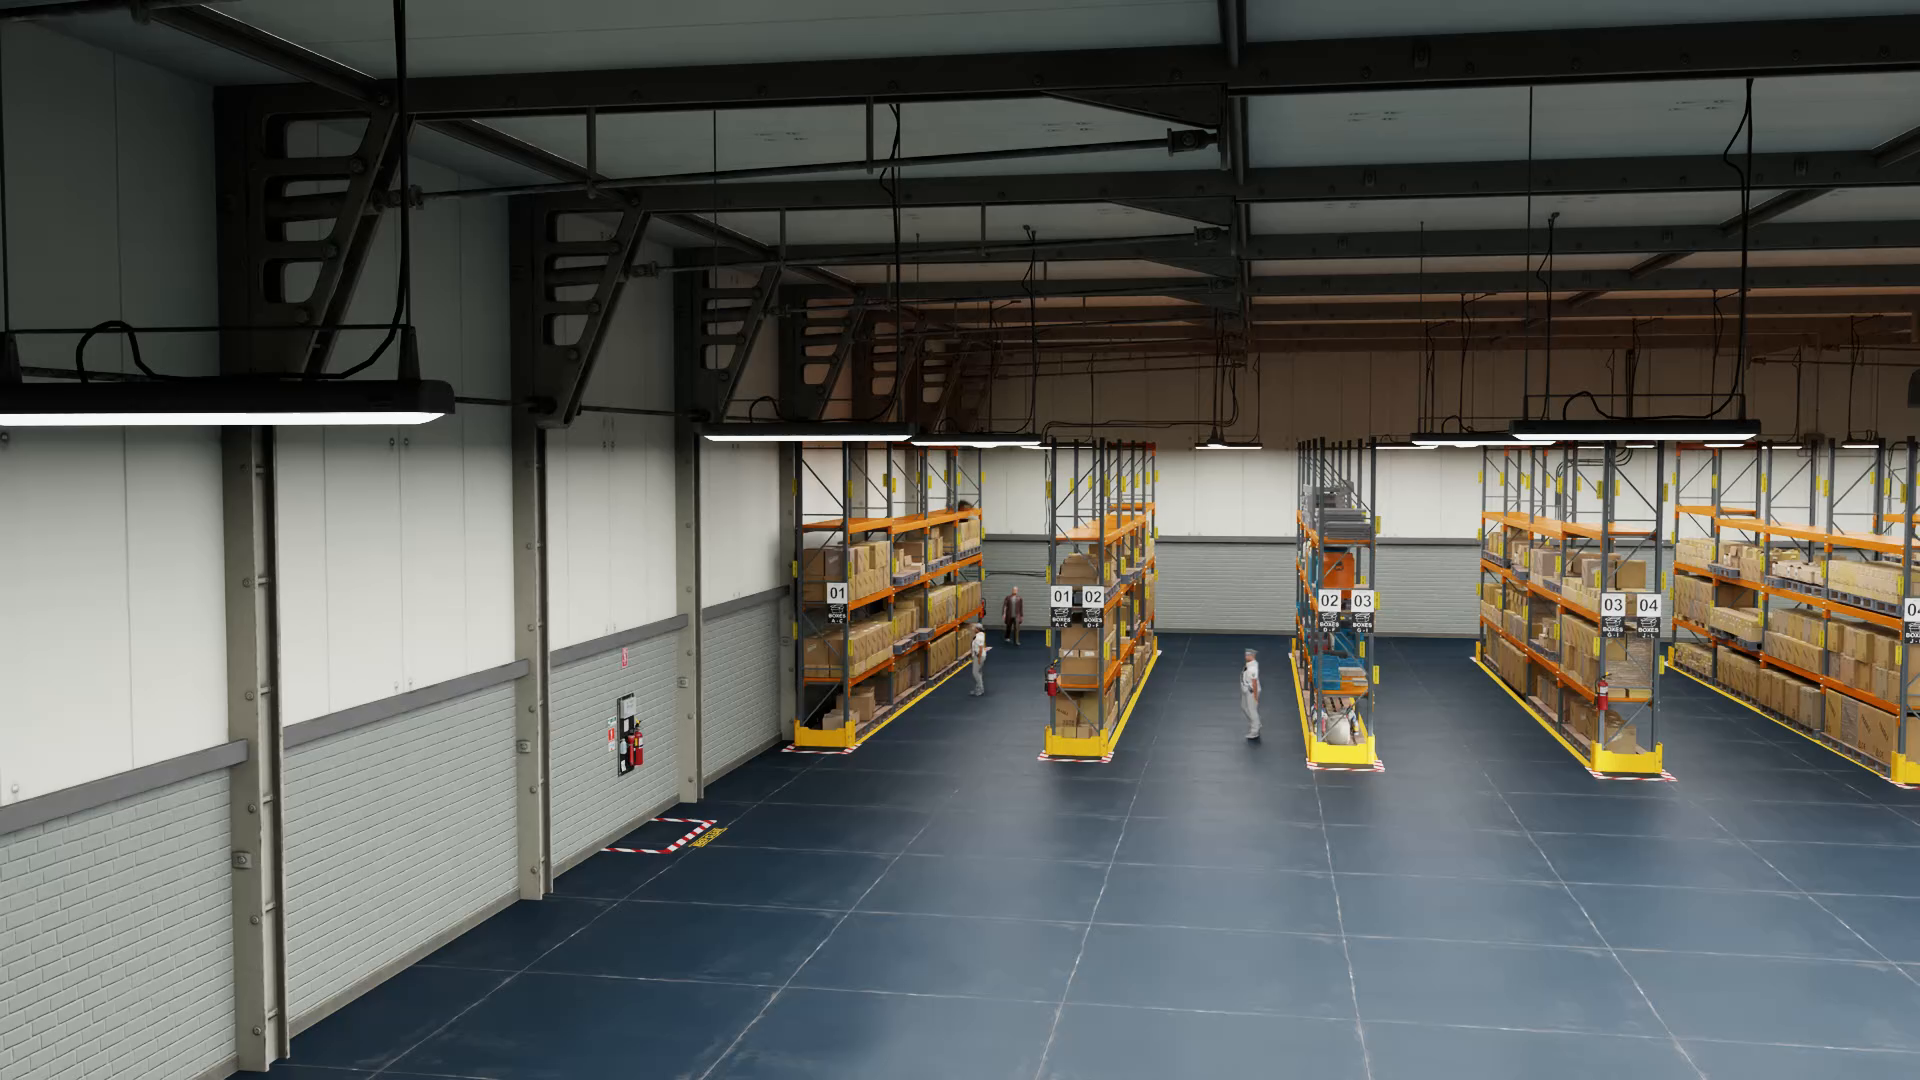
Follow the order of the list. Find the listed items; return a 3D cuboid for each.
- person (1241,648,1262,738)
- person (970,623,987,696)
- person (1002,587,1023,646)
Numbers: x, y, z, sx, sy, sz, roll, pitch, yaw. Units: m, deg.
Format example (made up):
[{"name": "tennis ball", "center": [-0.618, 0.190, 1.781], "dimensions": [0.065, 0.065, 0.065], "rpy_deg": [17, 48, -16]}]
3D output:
[{"name": "person", "center": [5.869, 3.074, 33.431], "dimensions": [0.426, 1.784, 0.618], "rpy_deg": [0, 3, 7]}, {"name": "person", "center": [0.433, 2.825, 39.345], "dimensions": [0.397, 1.709, 0.561], "rpy_deg": [0, 3, 0]}, {"name": "person", "center": [1.558, 2.253, 49.204], "dimensions": [0.657, 1.723, 1.130], "rpy_deg": [0, 3, -5]}]
